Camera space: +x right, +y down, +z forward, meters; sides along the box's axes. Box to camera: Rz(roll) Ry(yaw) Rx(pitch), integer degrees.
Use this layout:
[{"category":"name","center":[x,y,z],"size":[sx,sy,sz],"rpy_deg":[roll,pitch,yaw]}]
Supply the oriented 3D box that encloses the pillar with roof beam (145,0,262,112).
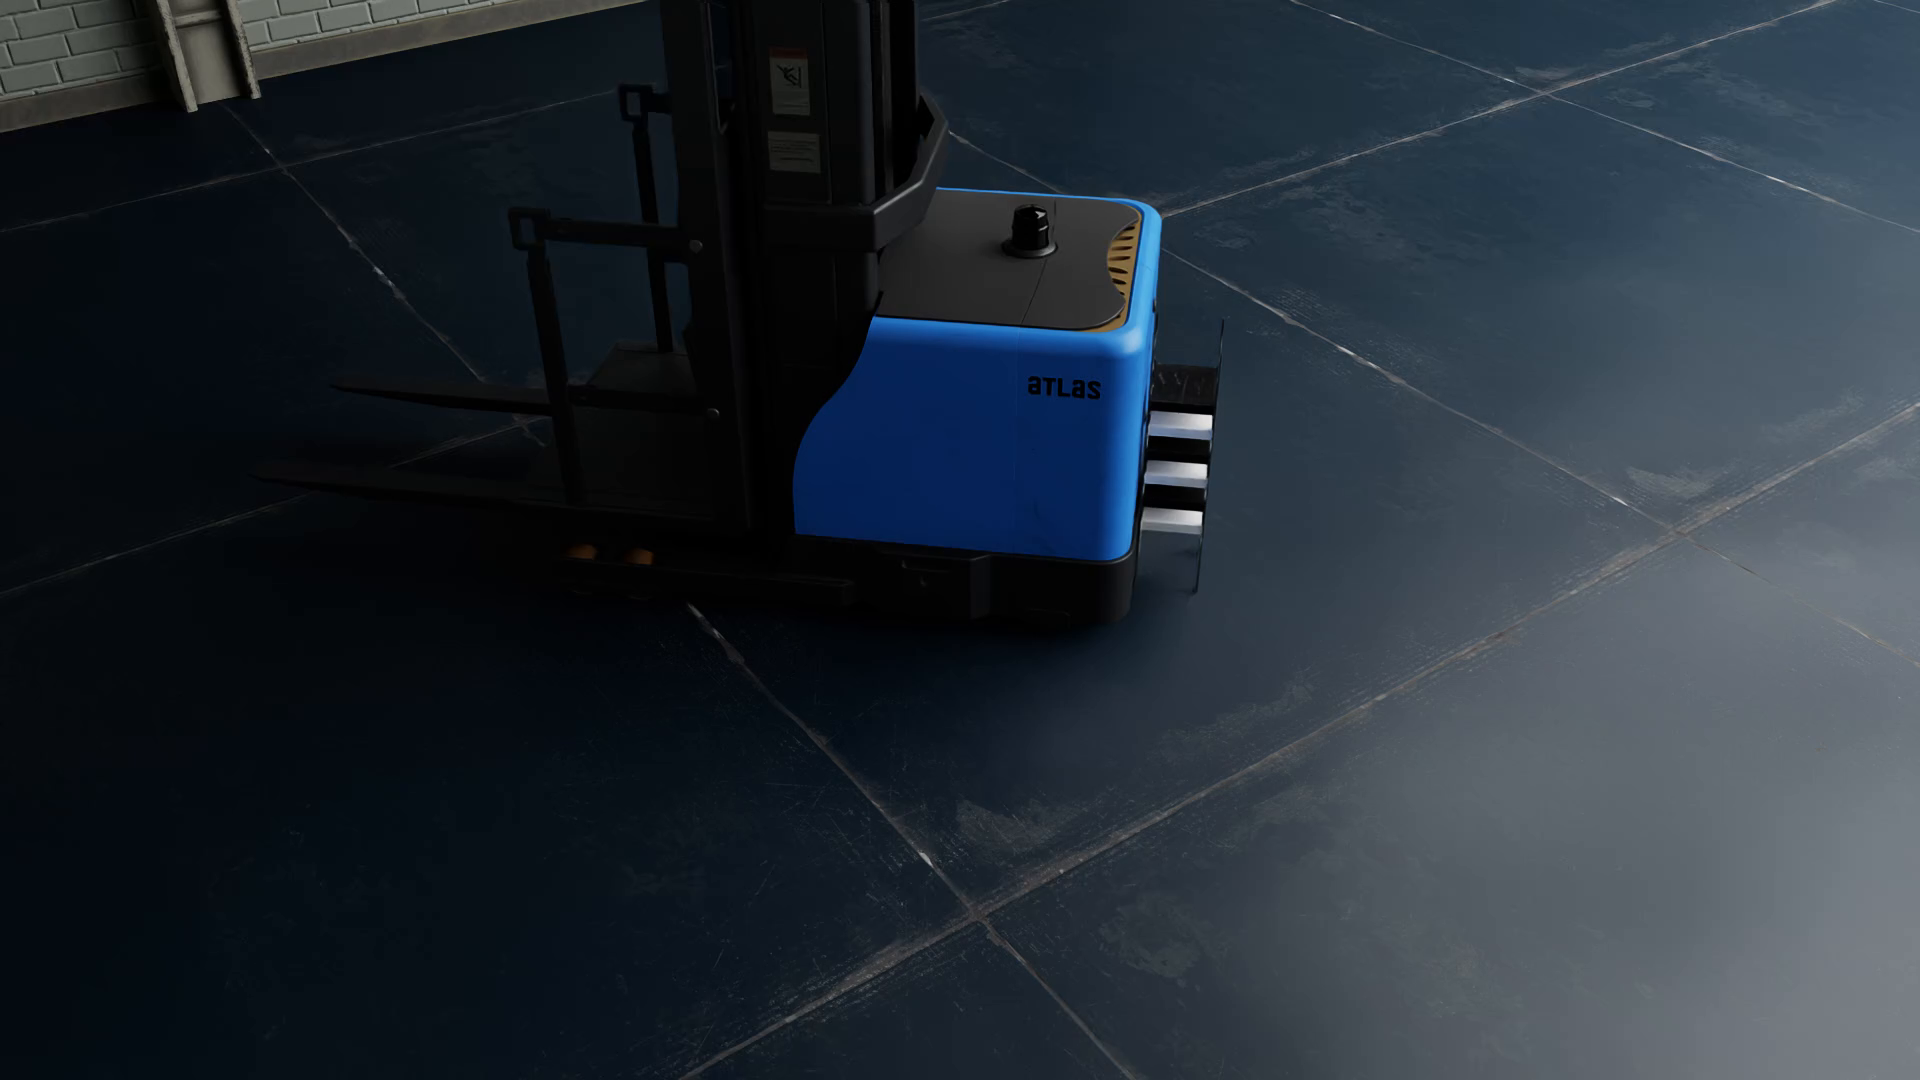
[{"category":"pillar with roof beam","center":[-1.606,-4.039,3.658],"size":[0.400,9.000,9.100],"rpy_deg":[-22,41,-28]}]

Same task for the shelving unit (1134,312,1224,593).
[{"category":"shelving unit","center":[0.701,-0.268,5.351],"size":[0.210,0.900,0.258],"rpy_deg":[5,36,7]}]

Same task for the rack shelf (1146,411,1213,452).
[{"category":"rack shelf","center":[0.701,-0.387,5.266],"size":[0.200,0.077,0.258],"rpy_deg":[5,36,7]}]

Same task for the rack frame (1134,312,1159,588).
[{"category":"rack frame","center":[0.600,-0.277,5.364],"size":[0.006,0.900,0.240],"rpy_deg":[5,36,7]}]

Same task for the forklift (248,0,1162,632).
[{"category":"forklift","center":[-0.889,-1.291,5.035],"size":[3.031,2.935,1.130],"rpy_deg":[5,36,7]}]

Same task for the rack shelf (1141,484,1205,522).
[{"category":"rack shelf","center":[0.701,-0.167,5.423],"size":[0.200,0.077,0.258],"rpy_deg":[5,36,7]}]

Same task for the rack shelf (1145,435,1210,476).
[{"category":"rack shelf","center":[0.701,-0.314,5.318],"size":[0.200,0.077,0.258],"rpy_deg":[5,36,7]}]

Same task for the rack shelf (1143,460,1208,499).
[{"category":"rack shelf","center":[0.701,-0.241,5.371],"size":[0.200,0.077,0.258],"rpy_deg":[5,36,7]}]

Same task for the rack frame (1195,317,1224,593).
[{"category":"rack frame","center":[0.801,-0.259,5.339],"size":[0.006,0.900,0.240],"rpy_deg":[5,36,7]}]

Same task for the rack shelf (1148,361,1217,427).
[{"category":"rack shelf","center":[0.701,-0.460,5.213],"size":[0.200,0.077,0.258],"rpy_deg":[5,36,7]}]

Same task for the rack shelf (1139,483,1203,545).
[{"category":"rack shelf","center":[0.701,-0.094,5.476],"size":[0.200,0.077,0.258],"rpy_deg":[5,36,7]}]
